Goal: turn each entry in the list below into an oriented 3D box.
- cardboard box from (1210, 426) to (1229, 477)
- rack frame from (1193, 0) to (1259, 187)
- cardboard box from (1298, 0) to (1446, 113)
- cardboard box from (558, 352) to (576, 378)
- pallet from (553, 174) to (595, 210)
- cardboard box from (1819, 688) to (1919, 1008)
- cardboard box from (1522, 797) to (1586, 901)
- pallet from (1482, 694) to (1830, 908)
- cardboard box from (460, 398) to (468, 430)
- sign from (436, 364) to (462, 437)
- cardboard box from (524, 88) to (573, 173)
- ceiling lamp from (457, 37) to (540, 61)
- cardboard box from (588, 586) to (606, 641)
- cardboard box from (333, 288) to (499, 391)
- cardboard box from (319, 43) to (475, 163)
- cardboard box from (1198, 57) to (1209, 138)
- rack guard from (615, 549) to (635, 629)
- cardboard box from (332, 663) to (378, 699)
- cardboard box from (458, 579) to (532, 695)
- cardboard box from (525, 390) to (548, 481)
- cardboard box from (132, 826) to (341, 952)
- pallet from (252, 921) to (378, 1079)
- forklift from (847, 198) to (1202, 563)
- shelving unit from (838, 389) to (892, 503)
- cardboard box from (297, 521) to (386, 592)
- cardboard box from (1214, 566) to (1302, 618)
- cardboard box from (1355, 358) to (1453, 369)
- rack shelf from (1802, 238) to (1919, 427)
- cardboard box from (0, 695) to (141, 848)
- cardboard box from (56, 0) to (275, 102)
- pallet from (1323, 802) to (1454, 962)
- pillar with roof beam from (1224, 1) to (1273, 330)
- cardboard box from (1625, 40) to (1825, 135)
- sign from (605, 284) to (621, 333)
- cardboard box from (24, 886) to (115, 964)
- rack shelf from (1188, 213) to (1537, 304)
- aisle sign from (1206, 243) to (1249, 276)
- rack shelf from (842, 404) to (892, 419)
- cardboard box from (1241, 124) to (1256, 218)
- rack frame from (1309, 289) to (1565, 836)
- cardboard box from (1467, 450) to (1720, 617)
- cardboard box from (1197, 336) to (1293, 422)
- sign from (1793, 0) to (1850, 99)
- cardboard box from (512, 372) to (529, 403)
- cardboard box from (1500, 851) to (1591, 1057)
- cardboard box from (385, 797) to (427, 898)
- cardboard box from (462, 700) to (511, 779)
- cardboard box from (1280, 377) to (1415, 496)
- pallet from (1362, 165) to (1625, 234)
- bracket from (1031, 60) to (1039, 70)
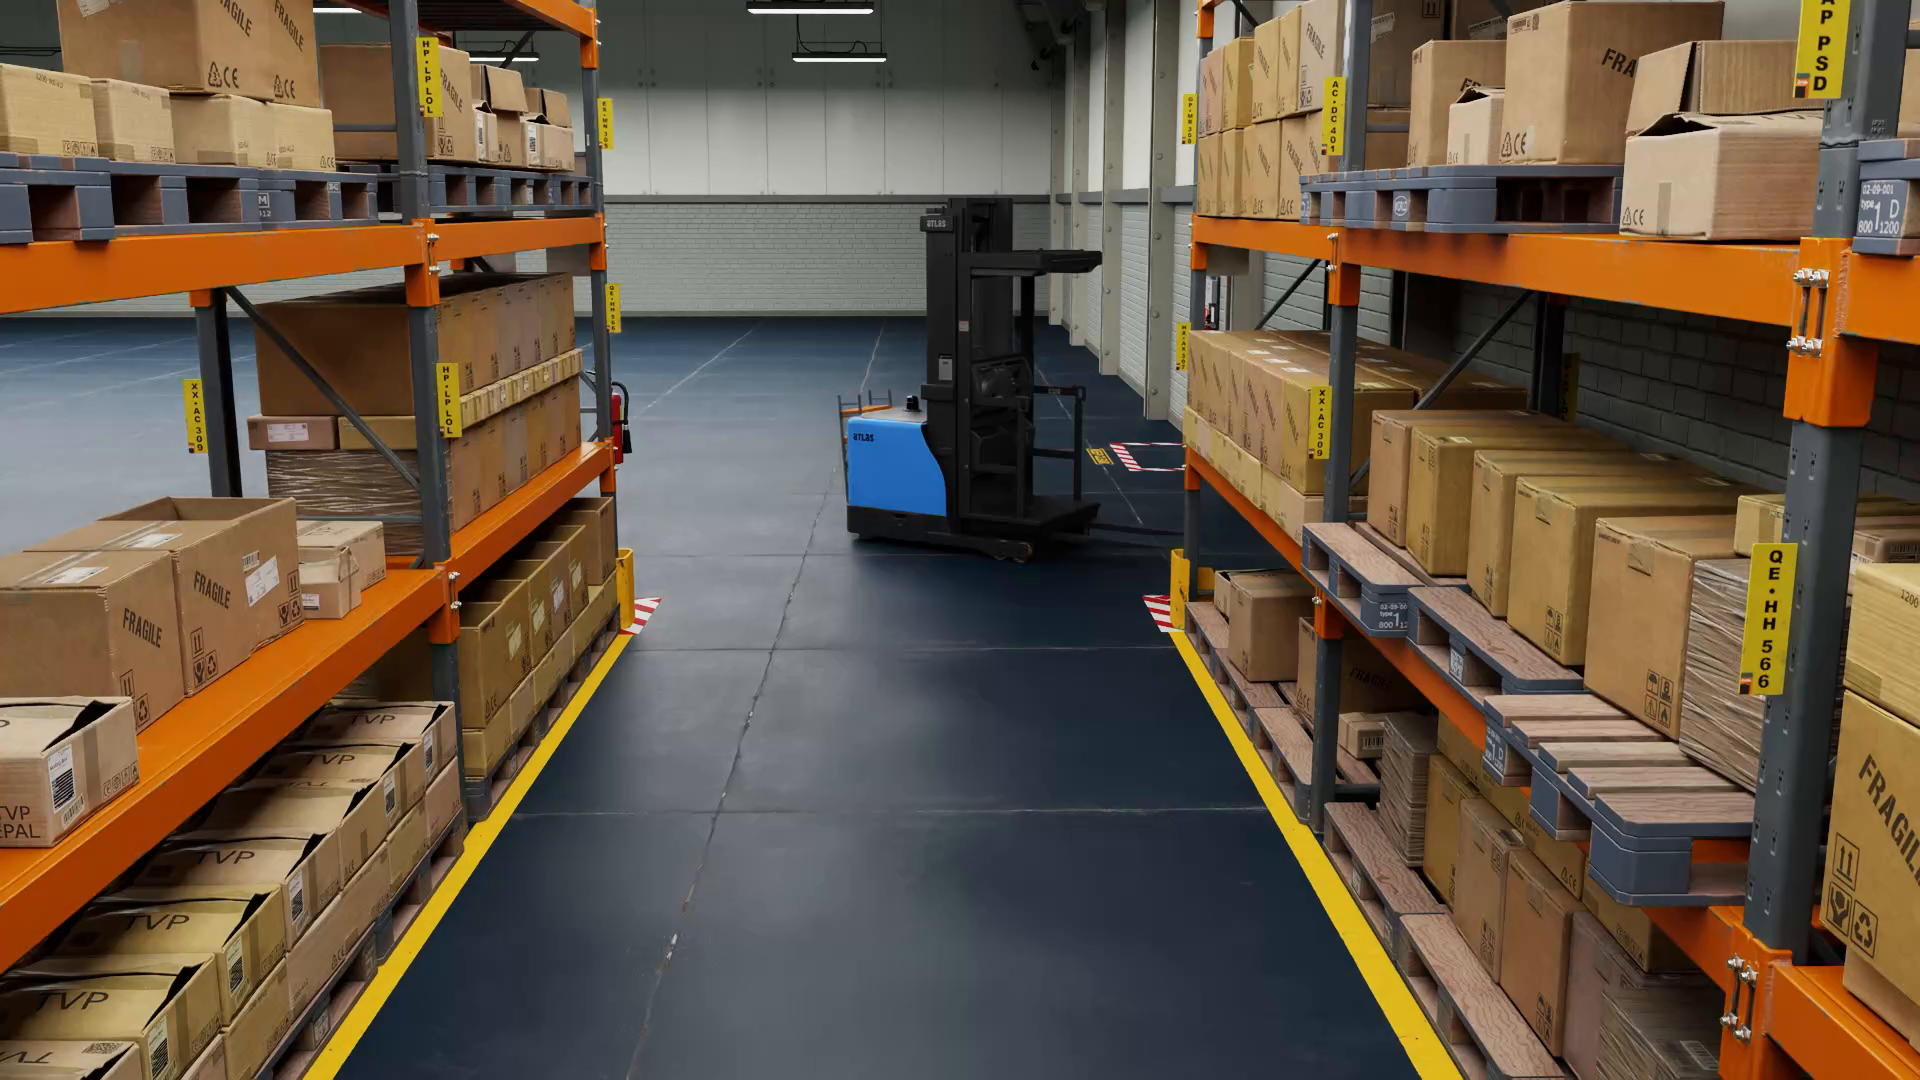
[{"bbox_3d":[1.793,-0.532,9.965,0.500,0.250,0.500,0,11,-2],"label":"cardboard box"},{"bbox_3d":[2.070,-3.839,10.848,1.000,3.000,0.127,0,11,-1],"label":"rack frame"},{"bbox_3d":[1.872,-2.221,7.601,0.500,0.500,0.500,-1,12,-6],"label":"cardboard box"},{"bbox_3d":[-2.677,-1.117,10.639,0.380,0.149,0.250,0,11,0],"label":"cardboard box"},{"bbox_3d":[-2.893,-2.164,10.358,1.003,0.211,1.213,0,11,-1],"label":"pallet"},{"bbox_3d":[1.990,0.585,3.083,0.500,0.500,0.500,0,11,1],"label":"cardboard box"},{"bbox_3d":[2.204,0.975,5.504,0.500,0.250,0.500,0,11,-1],"label":"cardboard box"},{"bbox_3d":[2.115,0.644,4.321,1.213,0.211,1.003,0,11,-1],"label":"pallet"},{"bbox_3d":[-2.624,-0.605,8.113,0.380,0.149,0.250,-1,11,-3],"label":"cardboard box"},{"bbox_3d":[-2.257,-0.615,7.335,0.100,0.325,0.005,0,11,-1],"label":"sign"},{"bbox_3d":[-2.874,-2.558,10.413,0.797,0.503,0.637,1,11,3],"label":"cardboard box"},{"bbox_3d":[-9.888,-11.709,34.959,2.000,3.185,0.800,0,11,-1],"label":"ceiling lamp"},{"bbox_3d":[-2.553,0.469,10.563,0.500,0.250,0.500,0,11,-1],"label":"cardboard box"},{"bbox_3d":[-2.836,-1.055,8.703,0.700,0.500,0.500,0,11,-1],"label":"cardboard box"},{"bbox_3d":[-2.546,-1.977,7.557,0.500,0.500,0.500,1,11,4],"label":"cardboard box"},{"bbox_3d":[1.836,-2.840,10.653,0.500,0.500,0.500,-1,12,-5],"label":"cardboard box"},{"bbox_3d":[-2.883,0.343,11.613,1.175,0.500,0.348,0,11,-1],"label":"rack guard"},{"bbox_3d":[-3.026,0.501,8.519,0.500,0.500,0.500,0,11,-1],"label":"cardboard box"},{"bbox_3d":[-2.514,0.499,8.529,0.500,0.500,0.500,0,11,-1],"label":"cardboard box"},{"bbox_3d":[-2.865,-0.631,9.872,0.700,0.500,0.500,0,11,-1],"label":"cardboard box"},{"bbox_3d":[-2.473,1.166,5.715,0.500,0.311,0.500,0,11,-2],"label":"cardboard box"},{"bbox_3d":[-2.717,1.673,5.779,1.003,0.211,1.213,0,11,-1],"label":"pallet"},{"bbox_3d":[0.534,-1.371,13.945,3.031,2.935,1.130,7,13,31],"label":"forklift"},{"bbox_3d":[-0.822,-0.747,15.175,0.258,1.200,0.503,1,10,32],"label":"shelving unit"},{"bbox_3d":[-2.746,0.089,6.955,0.500,0.250,0.500,0,11,2],"label":"cardboard box"},{"bbox_3d":[1.995,0.341,10.989,0.500,0.311,0.500,-2,12,-8],"label":"cardboard box"},{"bbox_3d":[2.340,-0.704,8.924,0.500,0.500,0.500,0,11,0],"label":"cardboard box"},{"bbox_3d":[2.277,-0.028,1.420,1.077,0.370,4.000,0,11,-1],"label":"rack shelf"},{"bbox_3d":[-2.542,0.578,4.391,0.500,0.311,0.500,0,11,-2],"label":"cardboard box"},{"bbox_3d":[-2.791,-1.817,5.859,0.500,0.500,0.500,1,12,4],"label":"cardboard box"},{"bbox_3d":[2.171,1.418,7.040,1.003,0.211,1.213,0,11,-1],"label":"pallet"},{"bbox_3d":[-1.478,-4.878,15.972,9.100,9.000,0.400,0,11,-1],"label":"pillar with roof beam"},{"bbox_3d":[2.302,-1.097,4.568,0.797,0.503,0.637,1,12,7],"label":"cardboard box"},{"bbox_3d":[-2.339,-1.561,11.199,0.100,0.325,0.005,0,11,-1],"label":"sign"},{"bbox_3d":[-2.999,1.273,5.190,0.500,0.311,0.500,0,11,-2],"label":"cardboard box"},{"bbox_3d":[2.112,-1.619,9.258,1.077,0.370,4.000,0,11,-1],"label":"rack shelf"},{"bbox_3d":[1.769,-2.186,11.251,0.394,0.787,0.004,0,11,-1],"label":"aisle sign"},{"bbox_3d":[-0.851,-1.135,15.114,0.258,0.148,0.480,1,10,32],"label":"rack shelf"},{"bbox_3d":[1.850,-2.044,9.242,0.500,0.500,0.500,0,11,2],"label":"cardboard box"},{"bbox_3d":[2.153,-0.104,7.525,1.000,3.000,0.127,0,11,-1],"label":"rack frame"},{"bbox_3d":[2.179,-0.025,5.780,0.700,0.500,0.500,1,12,7],"label":"cardboard box"},{"bbox_3d":[1.780,-1.008,10.425,0.500,0.500,0.500,0,11,-1],"label":"cardboard box"},{"bbox_3d":[1.693,-1.030,3.248,0.100,0.325,0.005,0,11,-1],"label":"sign"},{"bbox_3d":[-2.650,-0.861,9.376,0.380,0.149,0.250,0,11,-2],"label":"cardboard box"},{"bbox_3d":[2.236,1.357,5.509,0.700,0.500,0.500,0,11,-1],"label":"cardboard box"},{"bbox_3d":[-2.492,1.241,6.757,0.500,0.250,0.500,0,11,-2],"label":"cardboard box"},{"bbox_3d":[-2.506,0.966,8.114,0.500,0.250,0.500,0,11,-1],"label":"cardboard box"},{"bbox_3d":[1.834,-0.500,7.921,0.500,0.500,0.500,0,11,-1],"label":"cardboard box"},{"bbox_3d":[2.084,-1.152,5.623,1.213,0.211,1.003,0,11,-1],"label":"pallet"},{"bbox_3d":[1.917,-11.983,41.938,0.235,0.232,0.430,0,11,-1],"label":"bracket"}]
